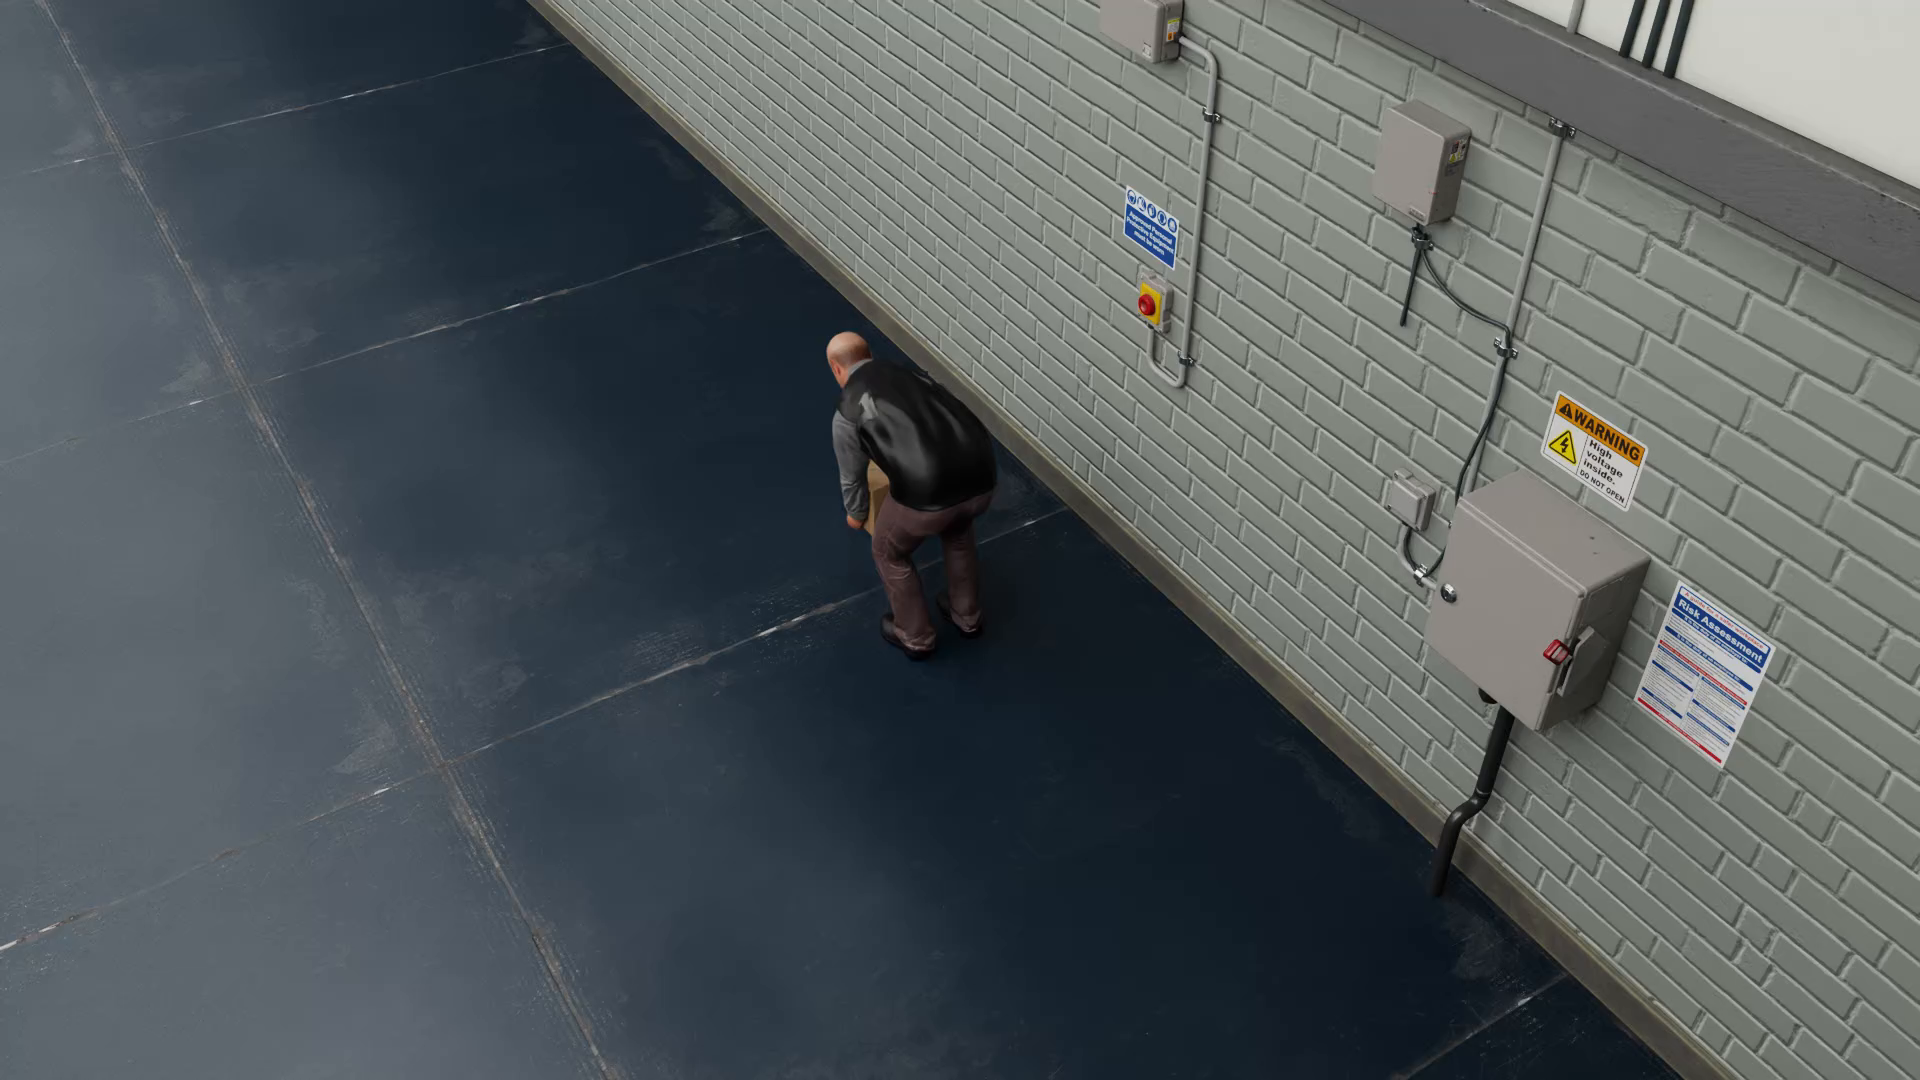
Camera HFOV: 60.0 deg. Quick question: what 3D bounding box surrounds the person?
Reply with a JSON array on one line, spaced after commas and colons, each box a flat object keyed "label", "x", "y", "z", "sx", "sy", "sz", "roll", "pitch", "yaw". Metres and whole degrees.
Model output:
[{"label": "person", "x": -0.240, "y": -0.176, "z": 6.809, "sx": 0.461, "sy": 1.171, "sz": 0.948, "roll": -24, "pitch": 46, "yaw": -25}]
